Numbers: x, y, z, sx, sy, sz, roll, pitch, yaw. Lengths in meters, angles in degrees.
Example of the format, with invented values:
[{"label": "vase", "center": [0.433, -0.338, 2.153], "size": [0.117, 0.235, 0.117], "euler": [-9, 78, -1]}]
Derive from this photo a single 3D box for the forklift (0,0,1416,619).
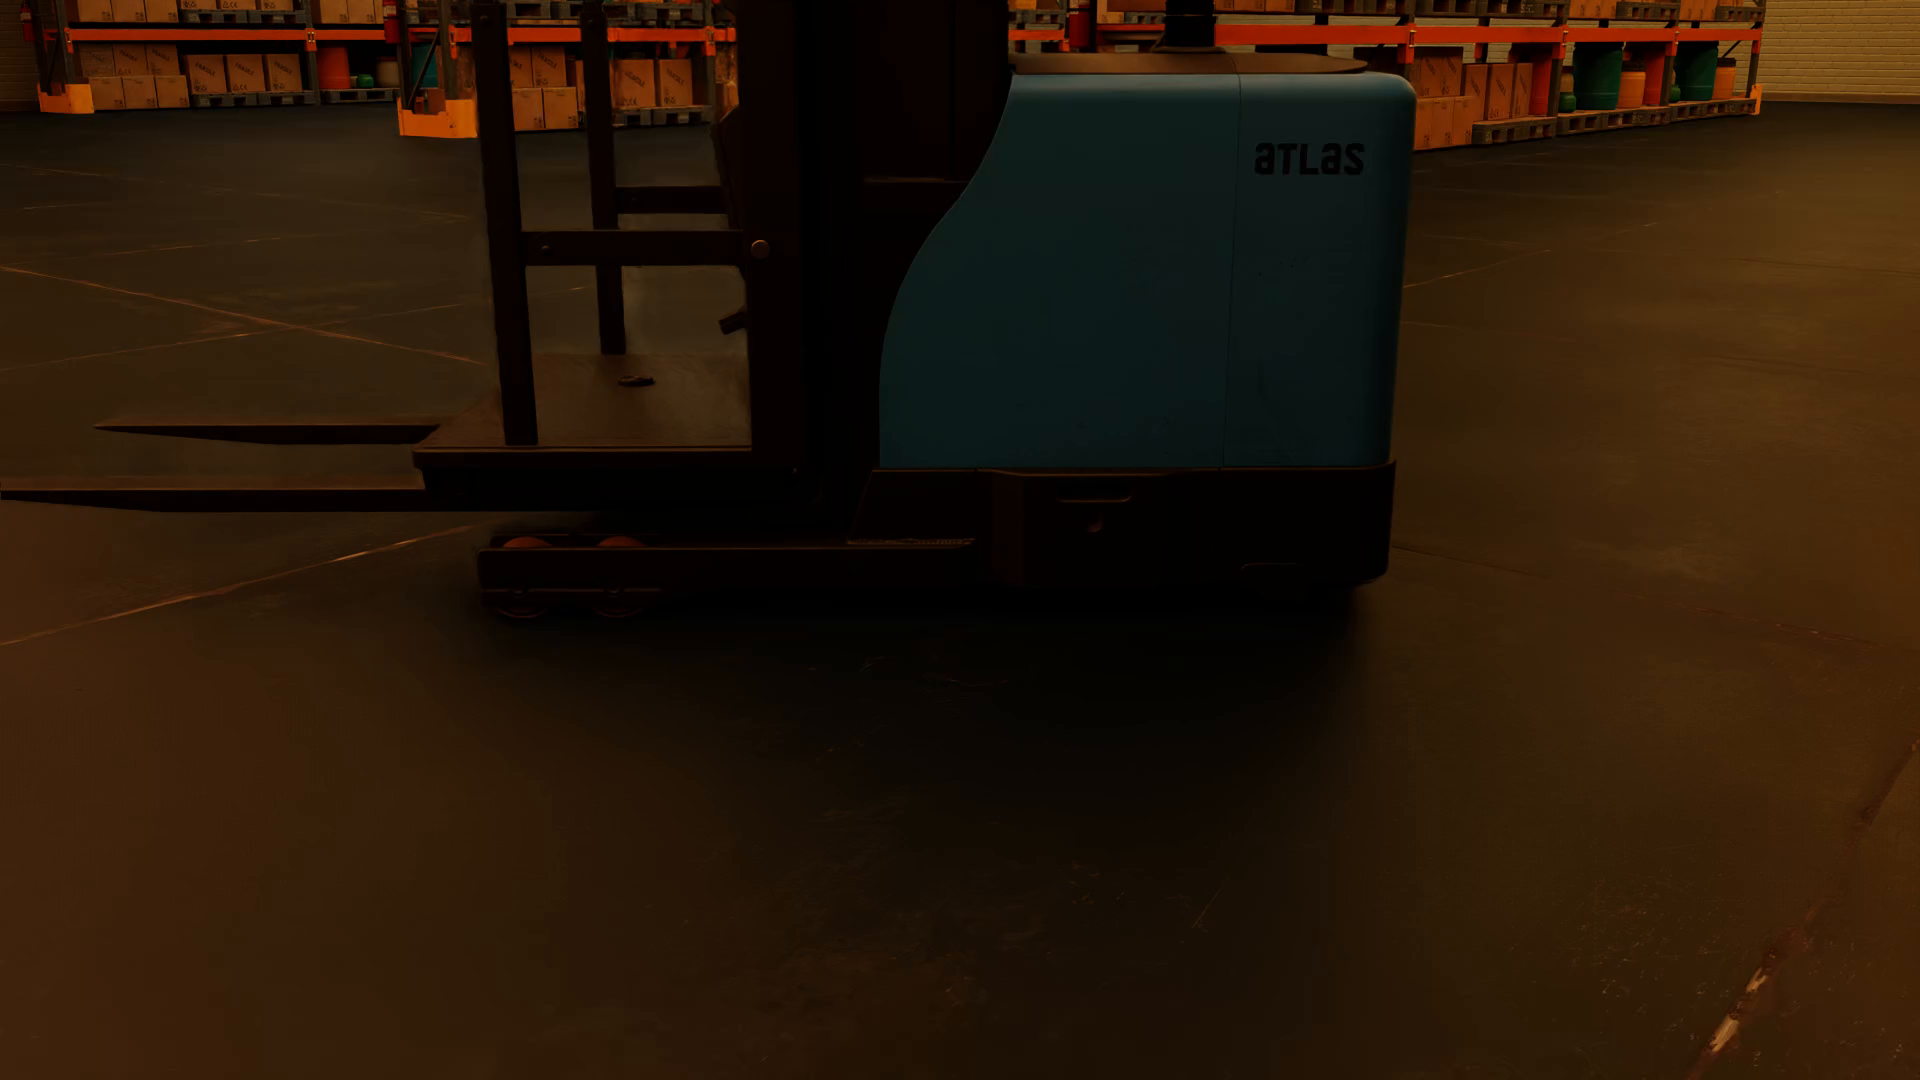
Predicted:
[{"label": "forklift", "center": [-0.621, -1.395, 3.492], "size": [3.031, 2.935, 1.130], "euler": [0, 17, -1]}]
